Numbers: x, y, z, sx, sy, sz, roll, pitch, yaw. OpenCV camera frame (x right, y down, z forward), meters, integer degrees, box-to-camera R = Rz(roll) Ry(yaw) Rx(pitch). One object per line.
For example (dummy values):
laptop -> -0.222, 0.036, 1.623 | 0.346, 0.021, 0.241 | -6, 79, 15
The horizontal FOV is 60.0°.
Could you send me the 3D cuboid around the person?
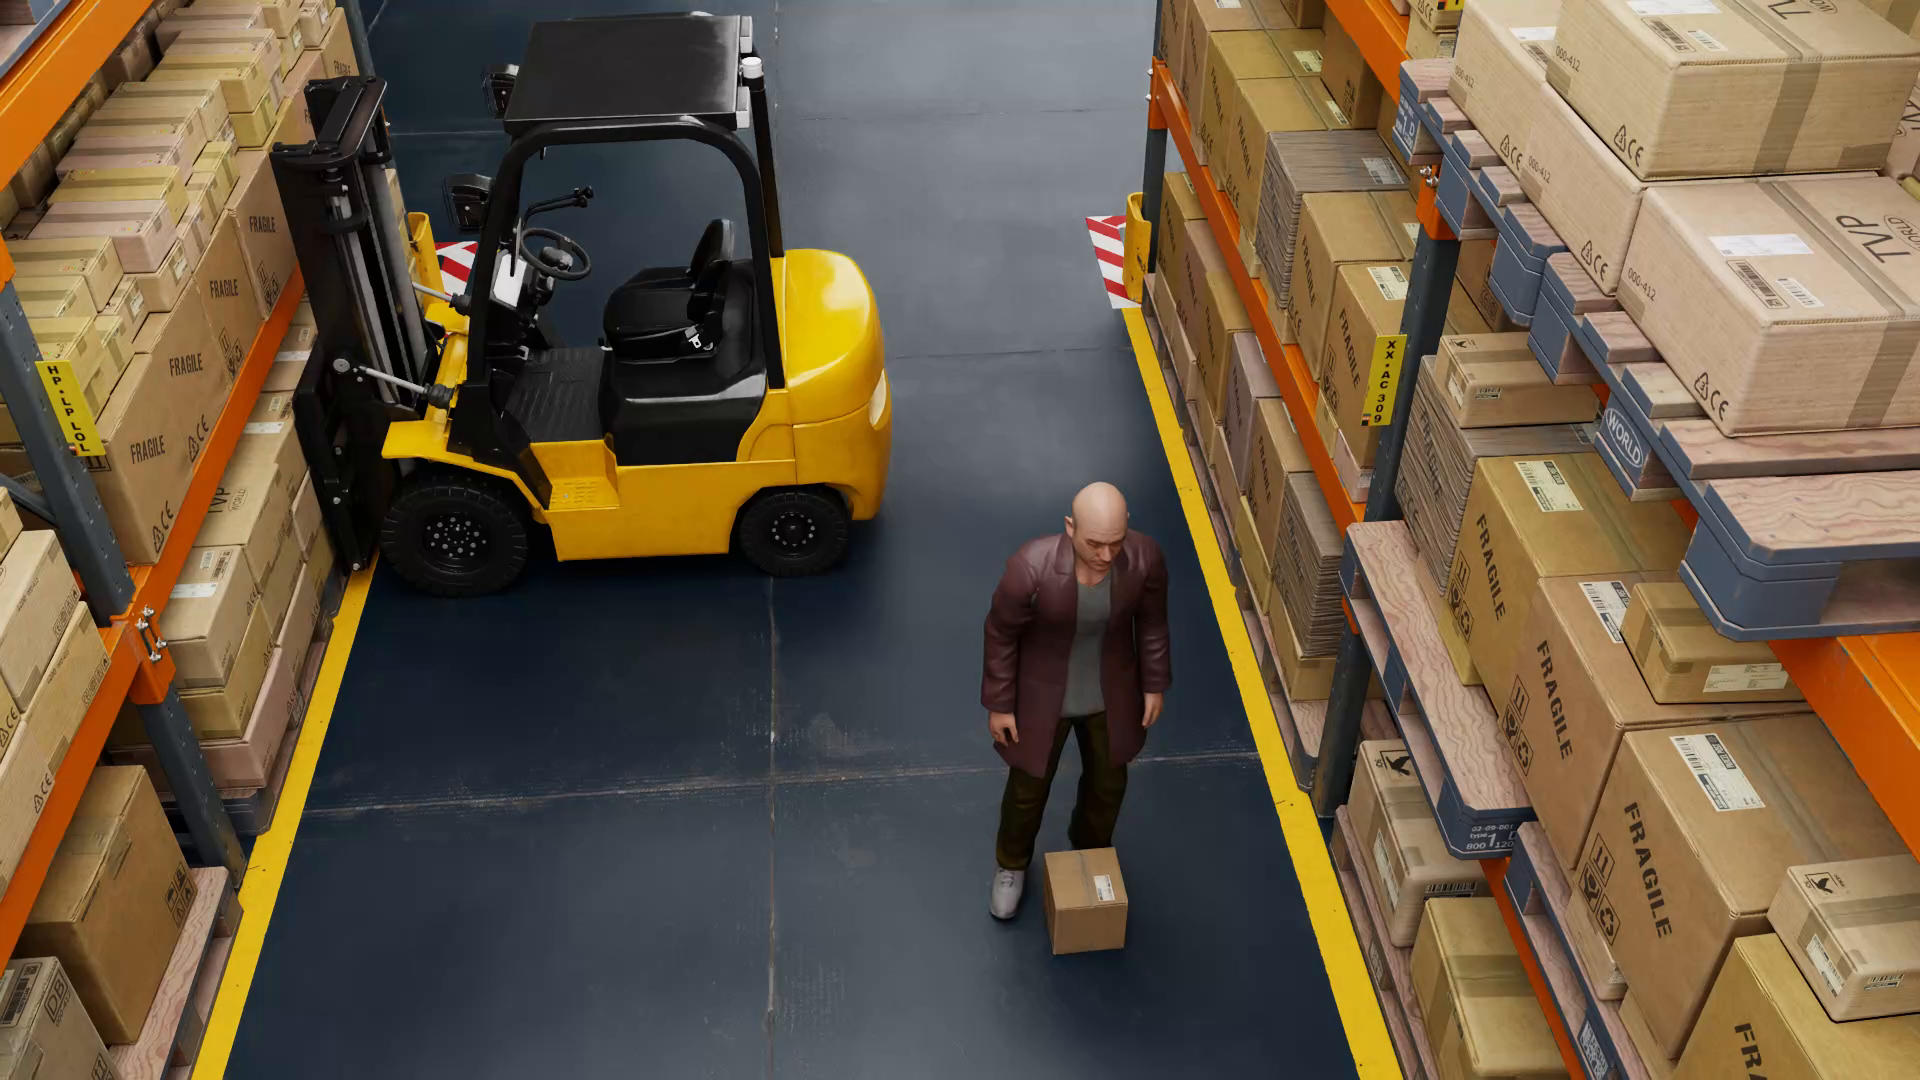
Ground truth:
person -> 0.389, 0.518, 5.517 | 0.651, 1.773, 0.431 | -6, 39, -8
